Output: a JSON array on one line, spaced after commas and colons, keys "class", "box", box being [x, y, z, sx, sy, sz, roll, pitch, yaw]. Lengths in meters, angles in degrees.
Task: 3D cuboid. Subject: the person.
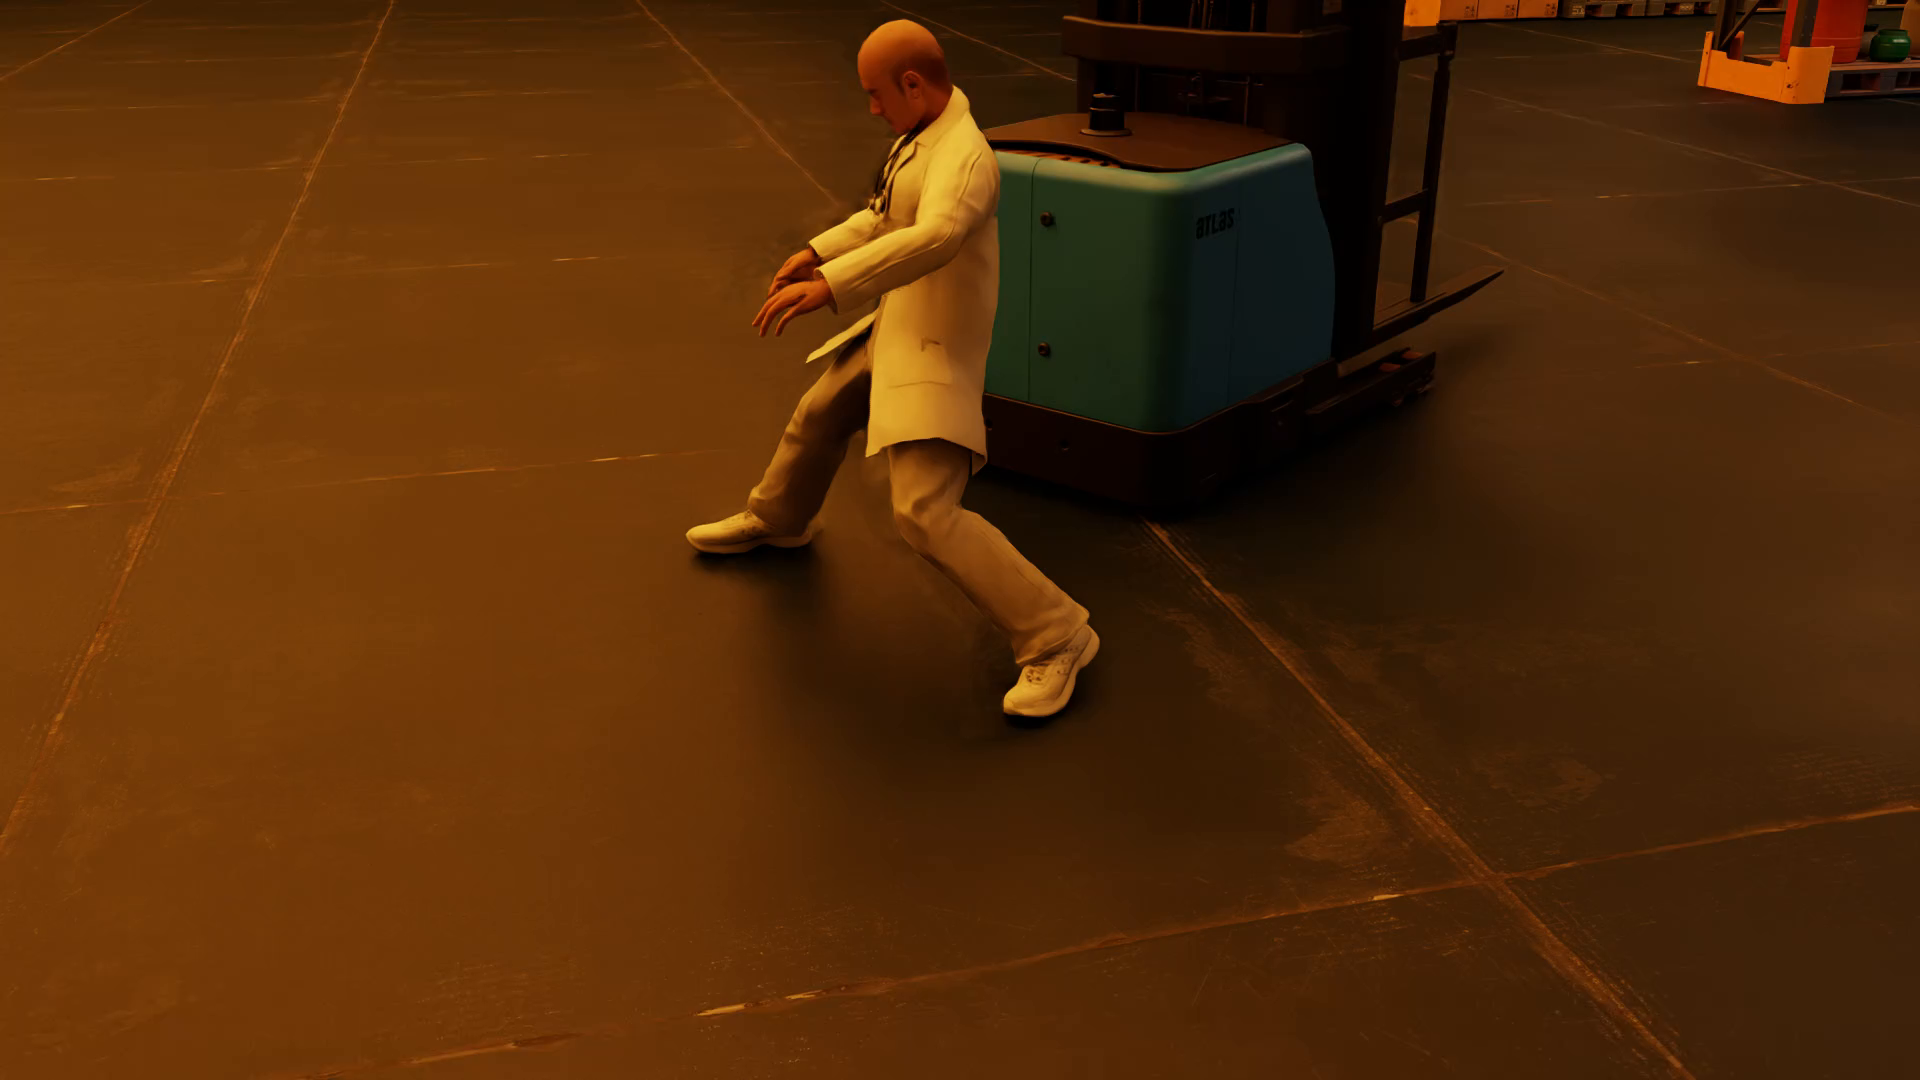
[{"class": "person", "box": [-0.216, -0.491, 4.220, 1.023, 1.568, 1.268, -4, 23, -9]}]

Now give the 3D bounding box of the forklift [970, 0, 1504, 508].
[{"class": "forklift", "box": [1.166, -1.954, 5.900, 1.130, 2.935, 3.031, 18, 29, 35]}]
